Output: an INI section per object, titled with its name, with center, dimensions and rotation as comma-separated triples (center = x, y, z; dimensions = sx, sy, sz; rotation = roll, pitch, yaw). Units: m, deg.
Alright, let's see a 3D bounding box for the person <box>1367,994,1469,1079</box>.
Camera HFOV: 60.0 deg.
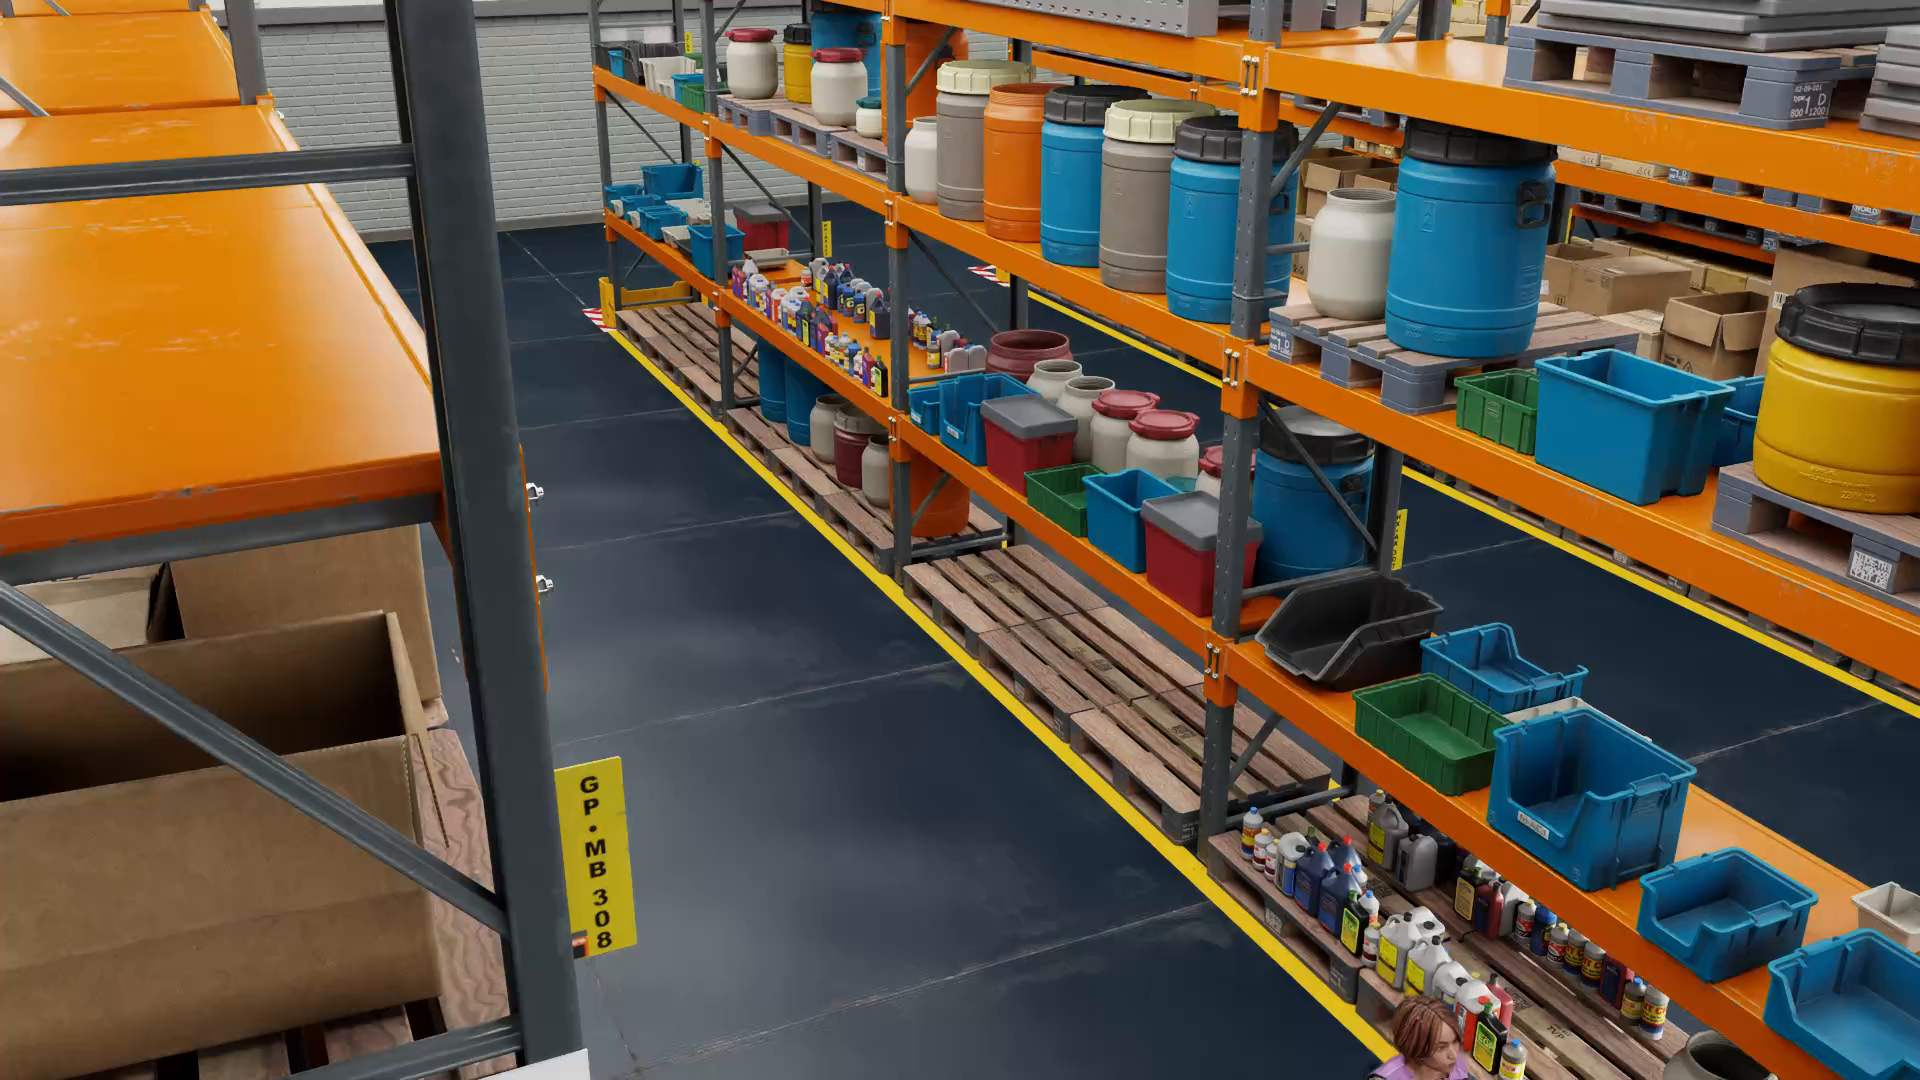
[person]
center = 1.473, 2.190, 5.350
dimensions = 0.408, 1.616, 0.728
rotation = -9, 24, -20
